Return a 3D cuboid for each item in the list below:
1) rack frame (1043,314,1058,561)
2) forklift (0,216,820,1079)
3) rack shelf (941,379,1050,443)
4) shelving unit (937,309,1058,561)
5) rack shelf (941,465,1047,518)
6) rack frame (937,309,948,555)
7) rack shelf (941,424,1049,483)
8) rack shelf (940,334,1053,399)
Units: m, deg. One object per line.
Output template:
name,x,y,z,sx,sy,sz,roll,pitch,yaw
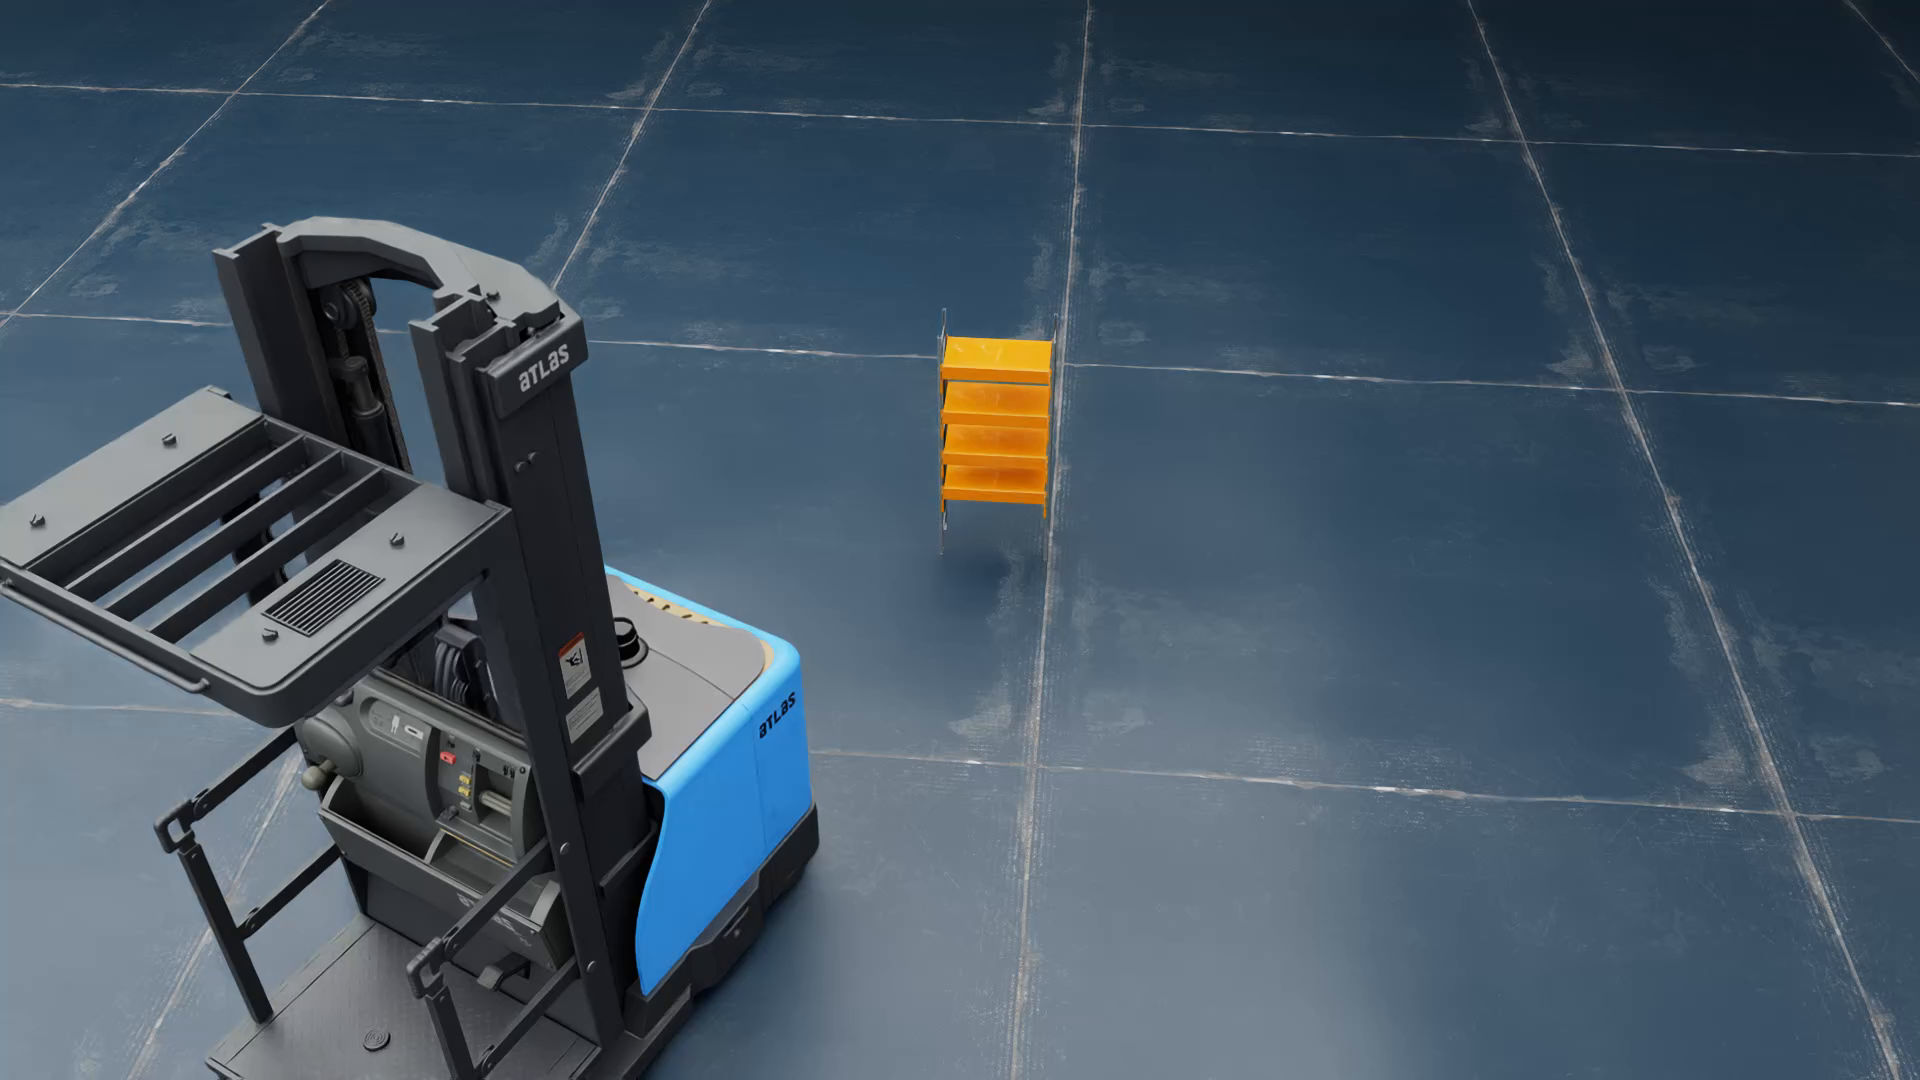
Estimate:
rack frame,0.408,-0.443,7.514,0.015,1.200,0.240,3,39,4
forklift,-1.719,0.713,4.723,1.130,2.935,3.031,20,43,23
rack shelf,0.165,-0.578,7.432,0.480,0.148,0.258,3,39,4
shelving unit,0.165,-0.456,7.531,0.503,1.200,0.258,3,39,4
rack shelf,0.165,-0.250,7.698,0.480,0.148,0.258,3,39,4
rack frame,-0.078,-0.470,7.547,0.015,1.200,0.240,3,39,4
rack shelf,0.165,-0.404,7.573,0.480,0.148,0.258,3,39,4
rack shelf,0.165,-0.761,7.283,0.480,0.148,0.258,3,39,4
